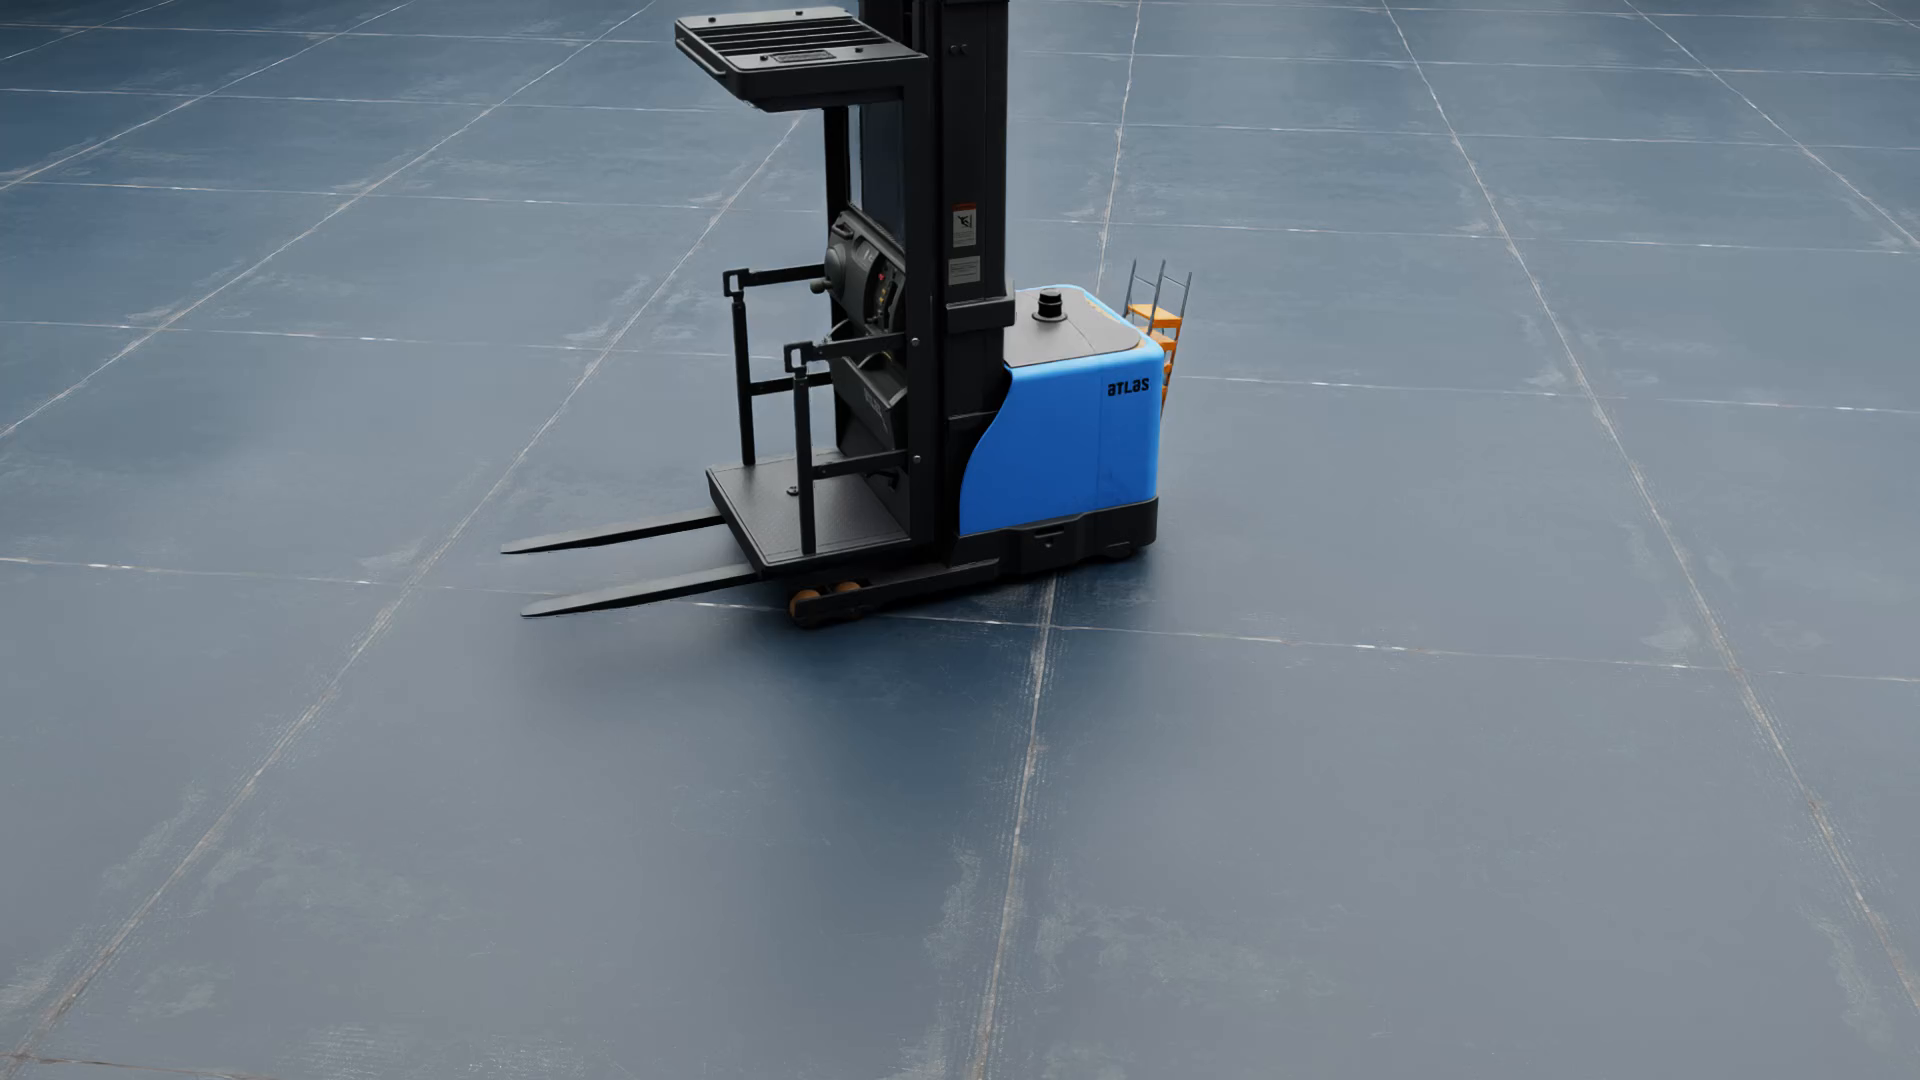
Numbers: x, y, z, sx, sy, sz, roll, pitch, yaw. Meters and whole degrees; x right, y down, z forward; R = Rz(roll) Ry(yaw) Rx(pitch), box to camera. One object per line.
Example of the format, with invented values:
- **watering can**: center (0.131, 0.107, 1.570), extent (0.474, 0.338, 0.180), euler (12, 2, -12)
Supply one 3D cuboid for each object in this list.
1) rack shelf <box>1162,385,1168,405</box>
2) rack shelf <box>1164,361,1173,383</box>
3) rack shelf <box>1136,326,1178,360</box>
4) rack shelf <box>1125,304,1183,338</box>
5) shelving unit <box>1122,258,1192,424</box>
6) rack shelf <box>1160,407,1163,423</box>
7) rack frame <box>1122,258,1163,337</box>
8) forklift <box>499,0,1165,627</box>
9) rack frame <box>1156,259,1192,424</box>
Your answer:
- **rack shelf**: center (0.911, -0.778, 8.505), extent (0.180, 0.103, 0.258), euler (-5, 27, -31)
- **rack shelf**: center (0.929, -0.887, 8.458), extent (0.180, 0.103, 0.258), euler (-5, 27, -31)
- **rack shelf**: center (0.947, -0.996, 8.411), extent (0.180, 0.103, 0.258), euler (-5, 27, -31)
- **rack shelf**: center (0.965, -1.105, 8.364), extent (0.180, 0.103, 0.258), euler (-5, 27, -31)
- **shelving unit**: center (0.917, -0.819, 8.488), extent (0.189, 1.200, 0.258), euler (-5, 27, -31)
- **rack shelf**: center (0.893, -0.669, 8.552), extent (0.180, 0.103, 0.258), euler (-5, 27, -31)
- **rack frame**: center (0.839, -0.811, 8.440), extent (0.006, 1.200, 0.240), euler (-5, 27, -31)
- **forklift**: center (-0.610, -1.180, 7.351), extent (3.031, 2.935, 1.130), euler (-11, 30, -19)
- **rack frame**: center (0.996, -0.826, 8.535), extent (0.006, 1.200, 0.240), euler (-5, 27, -31)
